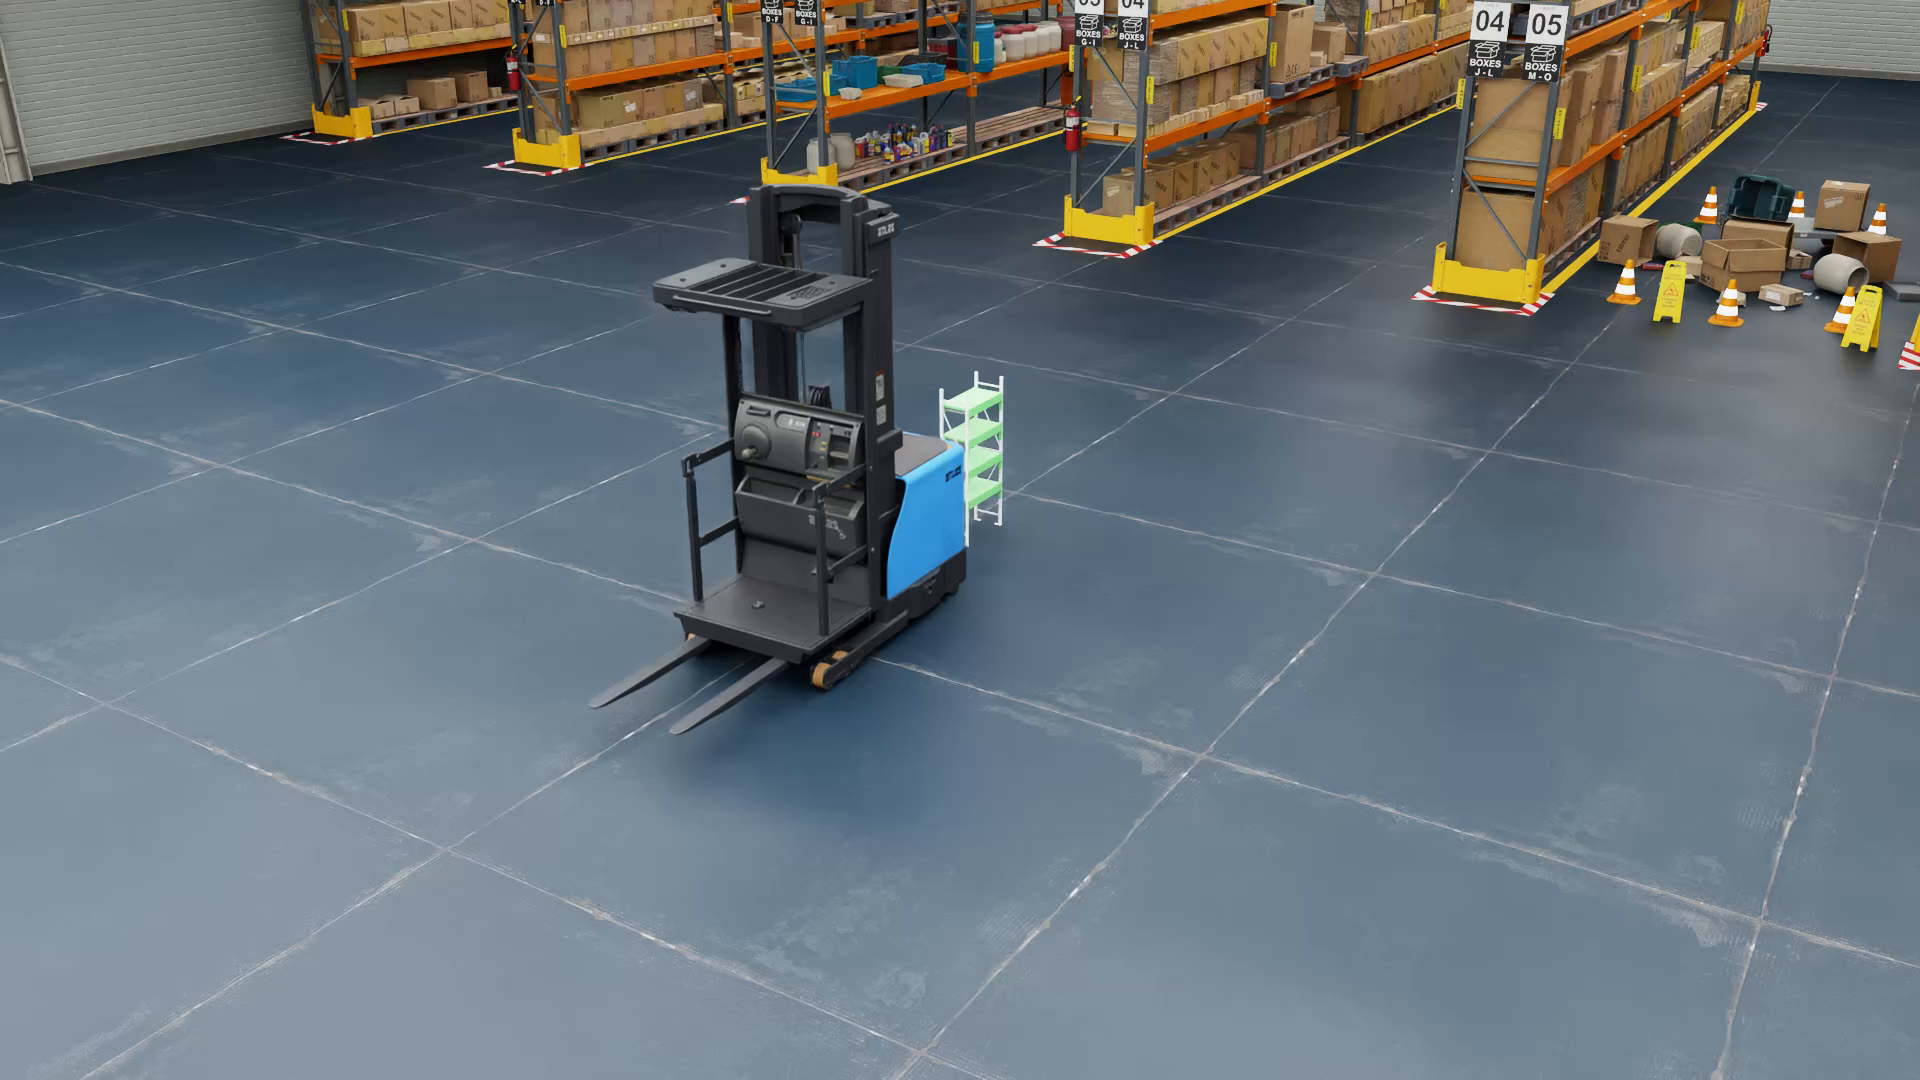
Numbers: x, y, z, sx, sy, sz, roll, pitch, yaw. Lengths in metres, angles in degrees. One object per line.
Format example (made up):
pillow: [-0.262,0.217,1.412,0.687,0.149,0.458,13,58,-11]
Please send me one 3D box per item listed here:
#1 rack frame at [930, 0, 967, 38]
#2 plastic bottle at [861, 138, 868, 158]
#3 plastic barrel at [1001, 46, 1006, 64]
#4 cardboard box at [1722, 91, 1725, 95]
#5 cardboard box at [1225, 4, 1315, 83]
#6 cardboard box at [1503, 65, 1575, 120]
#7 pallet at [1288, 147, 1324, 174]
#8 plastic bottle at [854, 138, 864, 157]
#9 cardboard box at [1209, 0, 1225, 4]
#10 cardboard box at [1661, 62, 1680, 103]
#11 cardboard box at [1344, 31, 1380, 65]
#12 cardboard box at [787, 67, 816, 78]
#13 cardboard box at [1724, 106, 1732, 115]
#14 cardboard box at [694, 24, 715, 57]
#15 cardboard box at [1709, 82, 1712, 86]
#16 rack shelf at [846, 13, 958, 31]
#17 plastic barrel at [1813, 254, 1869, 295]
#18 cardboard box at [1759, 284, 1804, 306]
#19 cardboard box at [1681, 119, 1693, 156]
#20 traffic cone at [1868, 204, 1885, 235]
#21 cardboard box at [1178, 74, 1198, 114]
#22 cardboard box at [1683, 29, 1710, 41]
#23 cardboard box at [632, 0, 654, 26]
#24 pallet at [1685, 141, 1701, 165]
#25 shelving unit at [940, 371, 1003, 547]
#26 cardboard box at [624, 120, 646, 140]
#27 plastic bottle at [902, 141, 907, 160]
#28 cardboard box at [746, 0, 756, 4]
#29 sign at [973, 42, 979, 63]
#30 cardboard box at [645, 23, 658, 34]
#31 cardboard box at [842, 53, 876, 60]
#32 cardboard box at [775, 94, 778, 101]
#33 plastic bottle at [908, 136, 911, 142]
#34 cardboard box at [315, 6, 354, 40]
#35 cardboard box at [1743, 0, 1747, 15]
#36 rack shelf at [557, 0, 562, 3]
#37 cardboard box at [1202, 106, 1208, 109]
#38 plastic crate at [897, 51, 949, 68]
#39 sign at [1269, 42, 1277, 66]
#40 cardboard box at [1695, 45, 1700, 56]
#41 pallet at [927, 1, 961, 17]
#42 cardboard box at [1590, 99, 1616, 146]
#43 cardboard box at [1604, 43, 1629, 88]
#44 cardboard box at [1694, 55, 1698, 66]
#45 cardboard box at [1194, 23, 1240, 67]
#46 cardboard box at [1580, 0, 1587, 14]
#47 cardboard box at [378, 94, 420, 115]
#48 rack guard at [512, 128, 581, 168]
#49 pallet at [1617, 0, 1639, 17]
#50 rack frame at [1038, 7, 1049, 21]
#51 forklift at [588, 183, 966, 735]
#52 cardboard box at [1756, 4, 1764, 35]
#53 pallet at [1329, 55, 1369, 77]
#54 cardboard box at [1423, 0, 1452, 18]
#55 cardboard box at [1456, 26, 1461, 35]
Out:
rack frame: [-0.196,-11.416,35.182,1.000,3.000,0.127,14,27,29]
plastic bottle: [-1.477,-6.051,25.654,0.061,0.283,0.133,14,27,29]
plastic barrel: [0.619,-8.028,27.529,0.301,0.262,0.301,0,23,0]
cardboard box: [13.141,-7.765,29.058,0.380,0.149,0.250,13,27,28]
cardboard box: [4.536,-7.346,24.495,1.000,1.000,1.000,14,27,29]
cardboard box: [6.489,-5.102,19.047,0.875,0.550,0.550,14,27,29]
pallet: [5.050,-6.036,26.263,1.003,0.211,1.213,14,27,29]
plastic bottle: [-1.567,-6.070,25.706,0.152,0.276,0.135,14,27,29]
cardboard box: [3.163,-7.224,21.910,0.500,0.250,0.500,15,27,30]
cardboard box: [9.995,-6.585,23.896,0.500,0.500,0.500,14,27,29]
cardboard box: [6.595,-8.142,27.492,0.500,0.500,0.500,15,27,30]
cardboard box: [-2.910,-8.680,31.086,0.500,0.311,0.500,14,27,29]
cardboard box: [13.493,-7.652,29.546,0.380,0.149,0.250,13,27,28]
cardboard box: [-4.645,-8.611,28.576,0.700,0.500,0.500,13,27,28]
cardboard box: [13.578,-8.390,30.502,0.380,0.149,0.250,12,26,26]
rack shelf: [-1.251,-10.501,33.726,0.919,0.124,3.809,14,27,29]
plastic barrel: [10.110,-3.044,19.085,0.421,0.421,0.512,-7,24,-17]
cardboard box: [9.282,-2.770,18.796,0.250,0.149,0.380,-12,26,-26]
cardboard box: [11.120,-6.317,26.020,0.500,0.500,0.500,14,27,30]
traffic cone: [11.882,-4.110,21.497,0.336,0.463,0.334,14,27,29]
cardboard box: [2.664,-6.005,22.181,0.875,0.500,0.500,14,27,29]
cardboard box: [11.644,-8.000,26.329,0.380,0.149,0.250,13,26,27]
cardboard box: [-5.439,-8.698,27.144,0.700,0.500,0.500,14,27,29]
pallet: [11.326,-6.310,26.895,1.003,0.211,1.213,14,27,29]
shelving unit: [0.087,-0.606,12.476,0.258,1.200,0.503,14,27,29]
cardboard box: [-5.529,-6.770,27.380,0.500,0.250,0.500,14,27,29]
plastic bottle: [-0.865,-5.973,25.488,0.097,0.271,0.097,0,23,0]
cardboard box: [-4.722,-11.904,36.599,0.380,0.149,0.250,14,27,29]
sign: [0.252,-7.685,26.214,0.100,0.325,0.005,14,27,29]
cardboard box: [-5.186,-8.405,27.282,0.380,0.149,0.250,15,28,31]
cardboard box: [-2.012,-9.486,33.315,0.500,0.500,0.500,15,28,31]
cardboard box: [-3.451,-8.079,30.405,0.500,0.250,0.500,13,27,27]
plastic bottle: [-0.756,-6.149,25.879,0.061,0.283,0.133,14,27,29]
cardboard box: [-10.668,-8.891,28.568,0.500,0.500,0.500,14,27,28]
cardboard box: [13.084,-9.186,28.271,0.500,0.500,0.500,13,27,27]
rack shelf: [-5.471,-9.088,26.932,1.077,0.370,4.000,14,27,29]
cardboard box: [3.134,-5.818,22.566,0.380,0.149,0.250,14,27,29]
plastic crate: [-0.594,-7.499,26.210,0.767,0.338,0.504,14,27,29]
sign: [4.463,-6.925,23.718,0.100,0.325,0.005,14,27,29]
cardboard box: [11.238,-7.603,25.785,0.380,0.149,0.250,14,27,29]
pallet: [-0.710,-11.082,34.650,1.003,0.211,1.213,14,27,29]
cardboard box: [7.703,-5.317,20.903,0.875,0.550,0.550,14,27,29]
cardboard box: [8.415,-6.239,21.838,0.700,0.500,0.500,13,27,28]
cardboard box: [11.239,-7.465,25.842,0.380,0.149,0.250,15,28,31]
cardboard box: [3.467,-6.733,22.605,0.500,0.500,0.500,14,27,29]
cardboard box: [6.635,-5.850,18.210,0.380,0.149,0.250,14,27,29]
cardboard box: [-9.994,-7.778,29.608,0.500,0.311,0.500,16,28,33]
rack guard: [-6.539,-6.211,26.304,1.175,0.500,0.348,14,27,29]
pallet: [7.718,-6.628,20.455,1.003,0.211,1.213,14,27,29]
rack frame: [1.911,-12.767,38.302,0.949,2.616,0.053,14,27,29]
forklift: [-1.135,-0.617,10.322,1.130,2.935,3.031,13,27,28]
cardboard box: [14.194,-9.420,30.069,0.500,0.500,0.500,13,27,28]
pallet: [5.822,-7.638,26.696,1.213,0.211,1.003,14,27,29]
cardboard box: [8.688,-9.859,30.455,0.500,0.500,0.500,14,27,29]
cardboard box: [9.205,-9.607,31.319,0.380,0.149,0.250,13,27,28]
